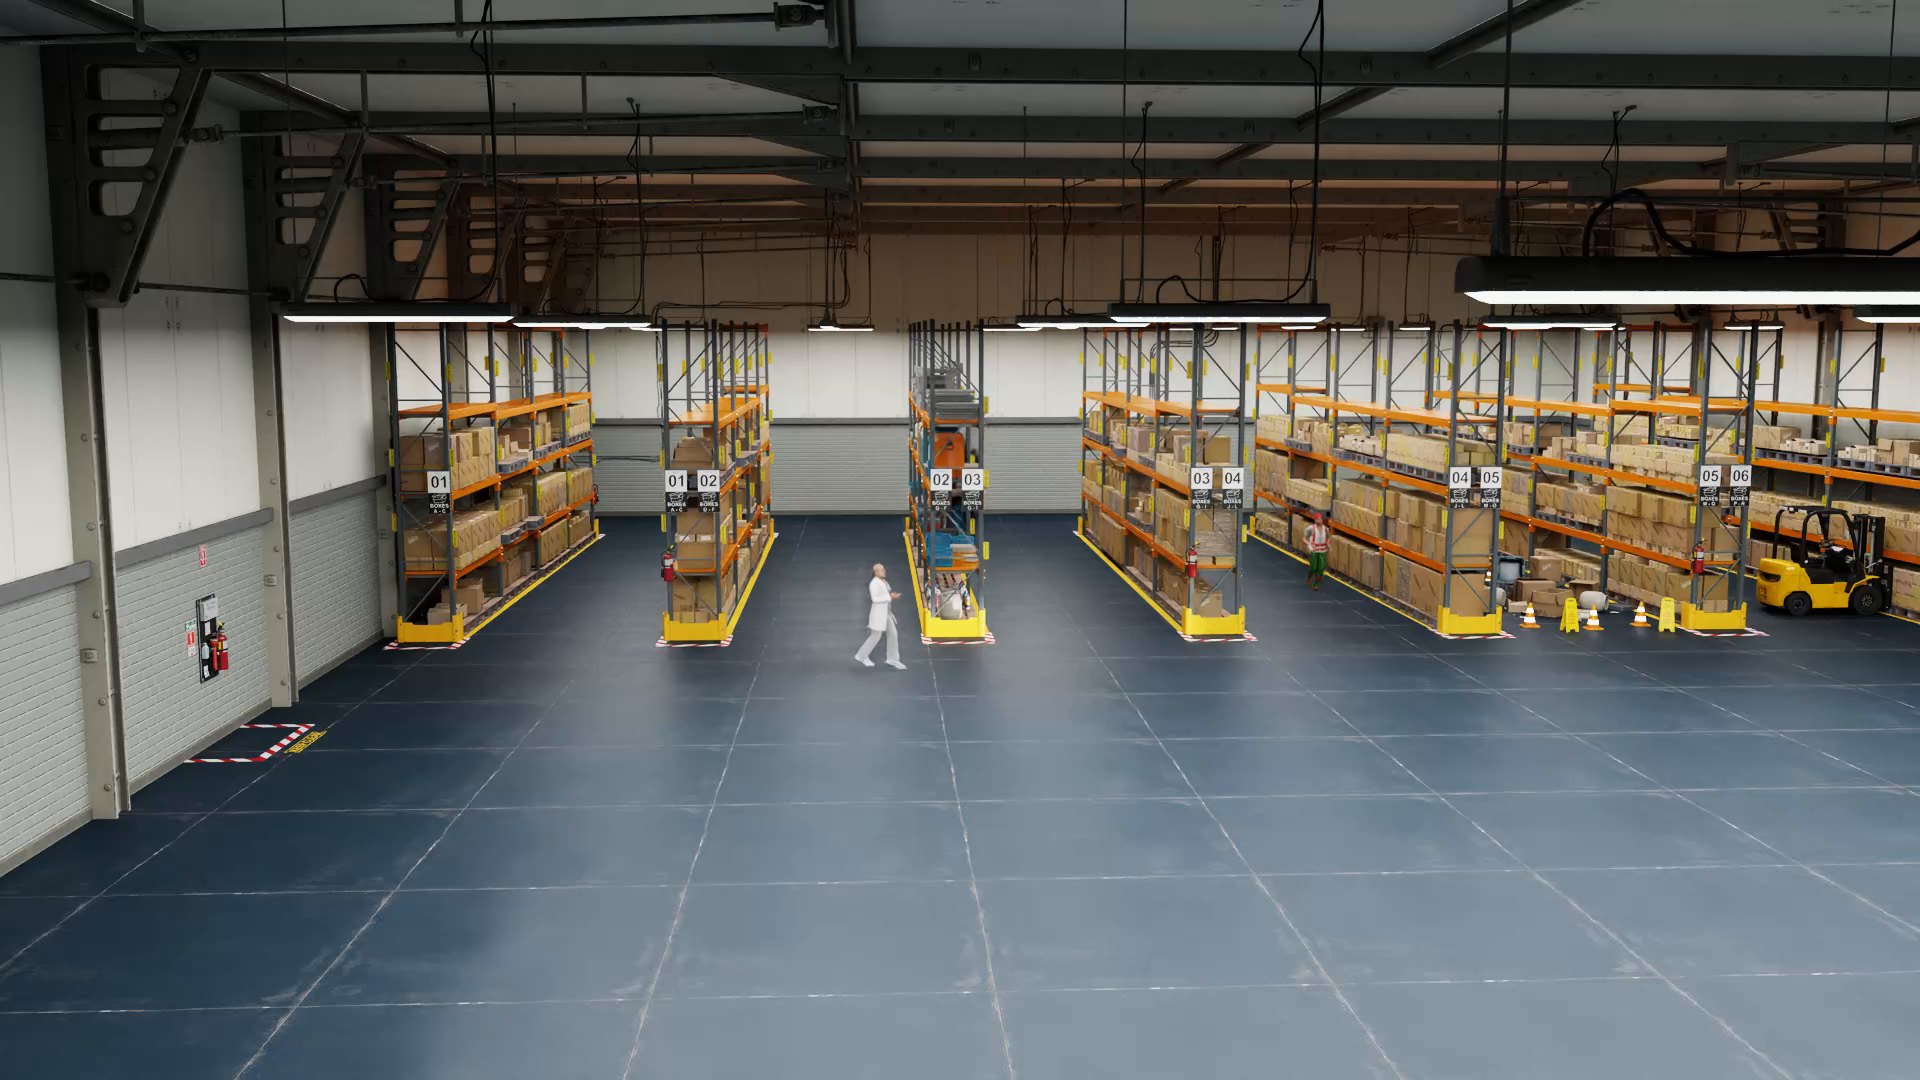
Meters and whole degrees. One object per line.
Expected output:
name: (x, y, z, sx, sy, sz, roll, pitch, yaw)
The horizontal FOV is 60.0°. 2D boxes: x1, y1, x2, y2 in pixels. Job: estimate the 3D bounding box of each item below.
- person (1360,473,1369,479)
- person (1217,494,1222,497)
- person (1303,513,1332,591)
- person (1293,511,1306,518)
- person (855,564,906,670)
person: (12.026, -1.184, 49.380, 0.615, 1.665, 0.639, 0, 7, 3)
person: (7.244, -0.786, 45.799, 0.666, 1.749, 0.669, 1, 7, 8)
person: (8.008, 0.260, 37.256, 0.639, 1.740, 0.587, -1, 7, -8)
person: (9.939, -1.069, 48.660, 0.662, 1.592, 0.750, -7, 10, -43)
person: (-1.372, 1.317, 28.463, 0.897, 1.803, 0.693, 2, 7, 19)
